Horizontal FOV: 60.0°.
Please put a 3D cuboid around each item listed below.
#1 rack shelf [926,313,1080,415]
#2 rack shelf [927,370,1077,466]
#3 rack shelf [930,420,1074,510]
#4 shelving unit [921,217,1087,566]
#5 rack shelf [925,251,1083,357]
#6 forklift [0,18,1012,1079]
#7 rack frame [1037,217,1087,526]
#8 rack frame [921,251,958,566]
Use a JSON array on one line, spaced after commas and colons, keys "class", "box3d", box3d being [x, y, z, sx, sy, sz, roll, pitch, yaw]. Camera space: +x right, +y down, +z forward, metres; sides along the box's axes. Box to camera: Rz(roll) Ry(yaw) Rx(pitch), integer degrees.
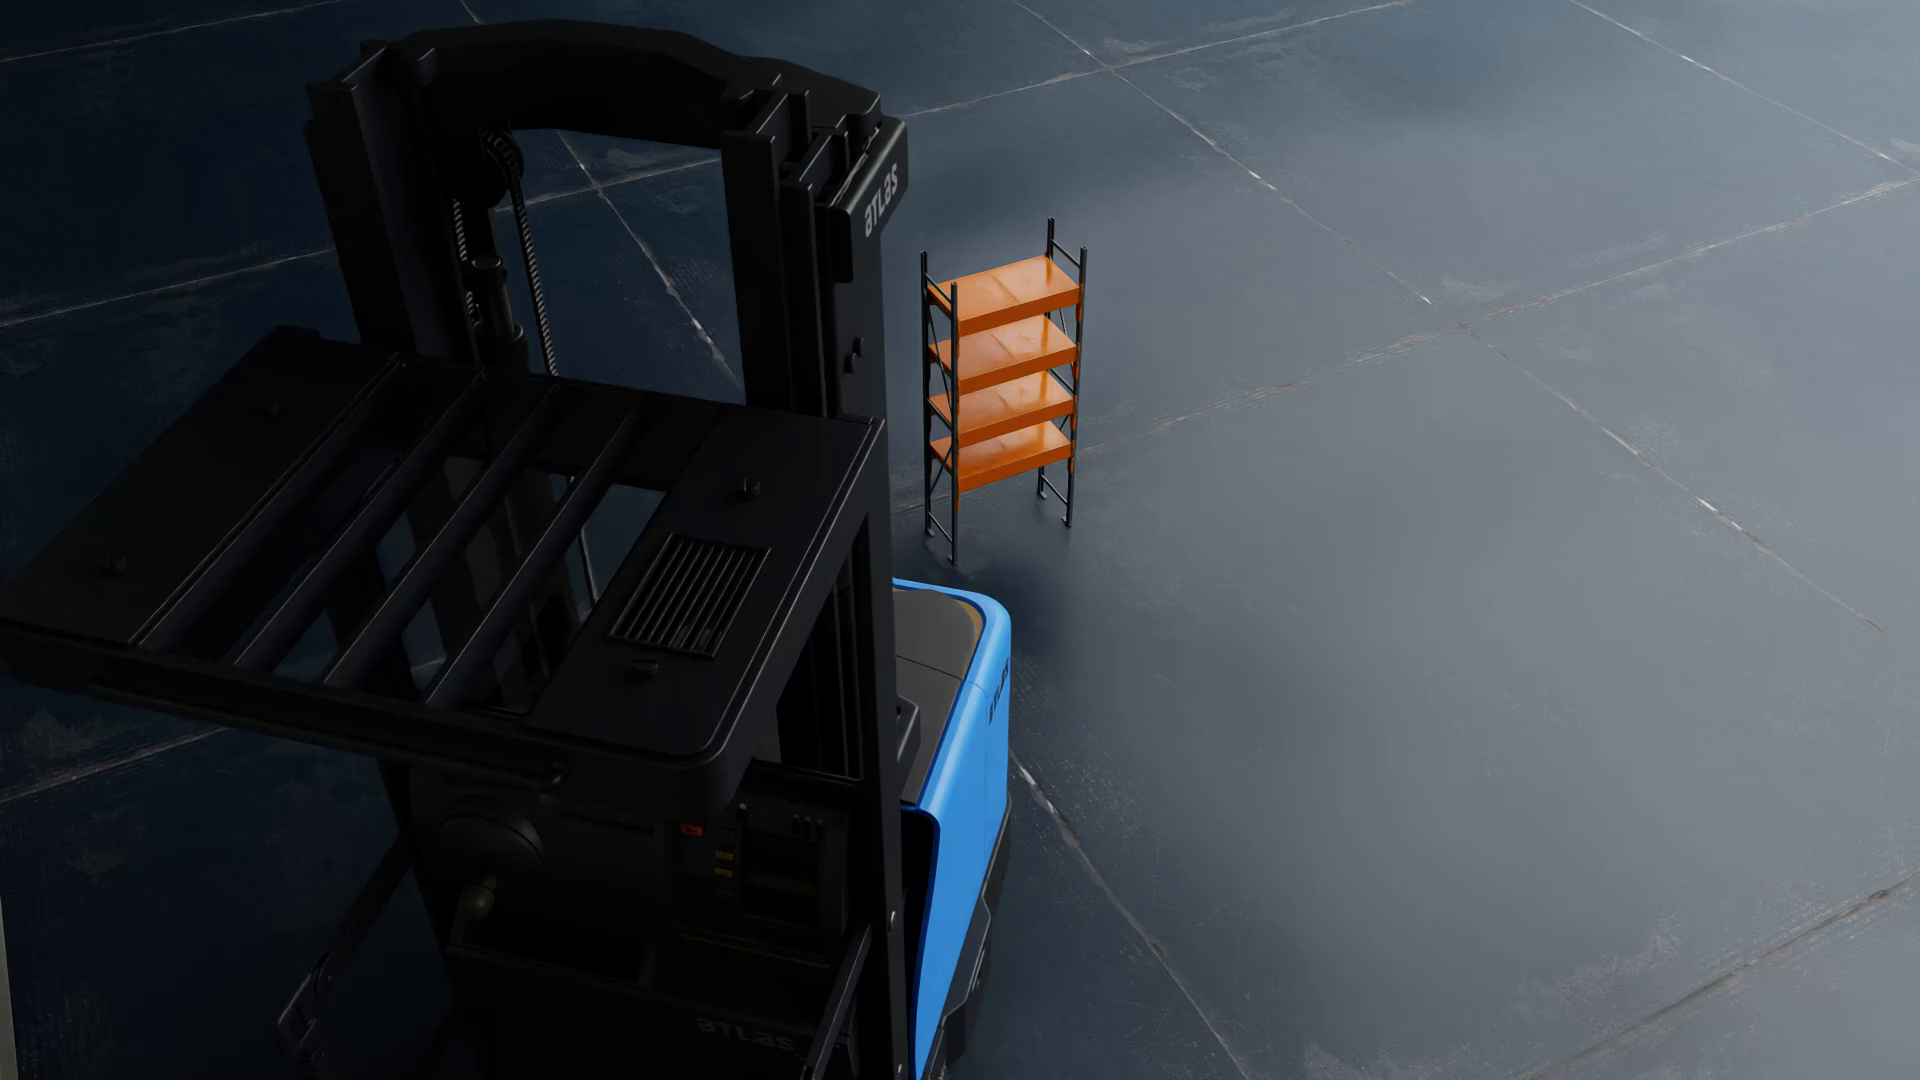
[{"class": "rack shelf", "box3d": [0.147, -0.627, 5.820, 0.480, 0.148, 0.258, -19, 44, -21]}, {"class": "rack shelf", "box3d": [0.147, -0.456, 5.964, 0.480, 0.148, 0.258, -19, 44, -21]}, {"class": "rack shelf", "box3d": [0.147, -0.304, 6.092, 0.480, 0.148, 0.258, -19, 44, -21]}, {"class": "shelving unit", "box3d": [0.147, -0.507, 5.921, 0.503, 1.200, 0.258, -19, 44, -21]}, {"class": "rack shelf", "box3d": [0.147, -0.807, 5.667, 0.480, 0.148, 0.258, -19, 44, -21]}, {"class": "forklift", "box3d": [-0.718, 0.695, 3.161, 1.130, 2.935, 3.031, 10, 41, 11]}, {"class": "rack frame", "box3d": [0.363, -0.580, 6.007, 0.015, 1.200, 0.240, -19, 44, -21]}, {"class": "rack frame", "box3d": [-0.070, -0.435, 5.835, 0.015, 1.200, 0.240, -19, 44, -21]}]
